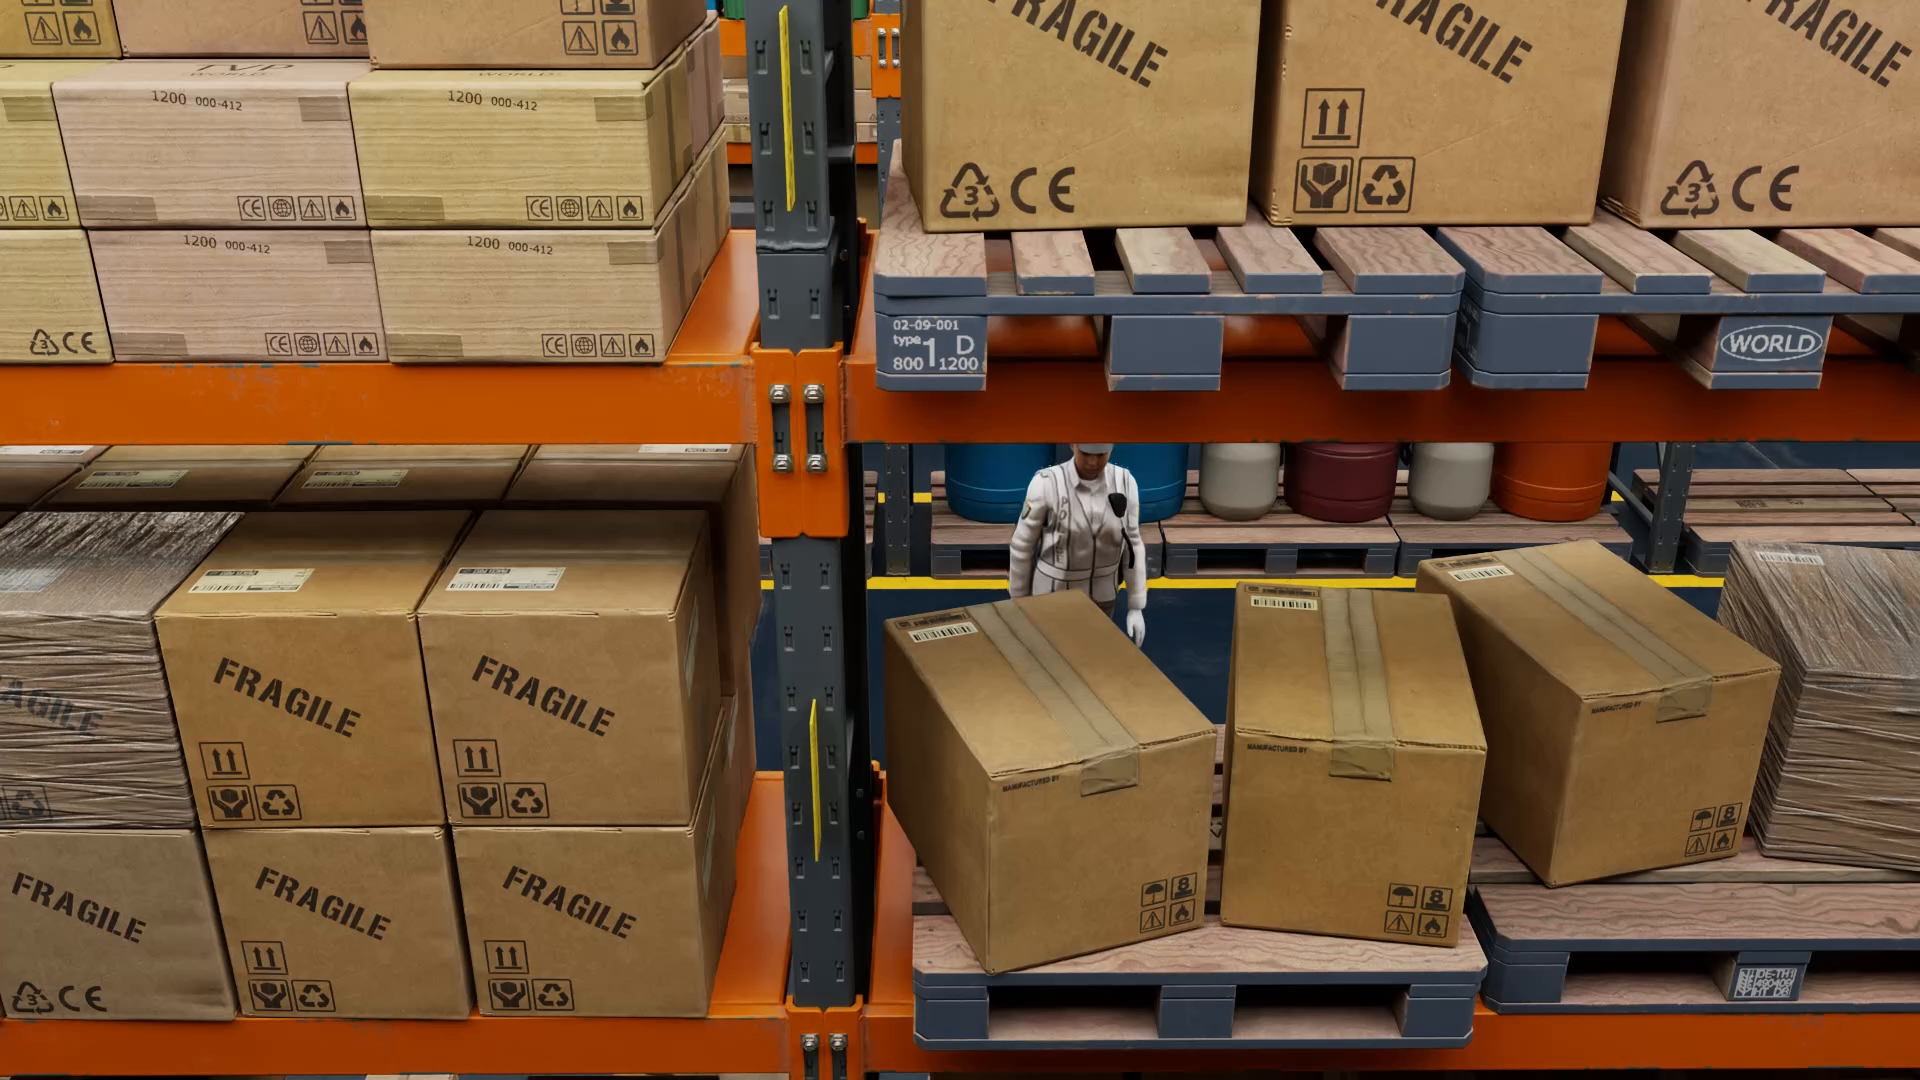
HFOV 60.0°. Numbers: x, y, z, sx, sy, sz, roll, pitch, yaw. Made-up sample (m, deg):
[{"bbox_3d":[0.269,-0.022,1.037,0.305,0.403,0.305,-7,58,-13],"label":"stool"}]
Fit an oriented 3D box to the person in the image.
[{"bbox_3d":[0.493,0.282,6.466,0.496,1.680,0.656,-11,26,-23],"label":"person"}]
